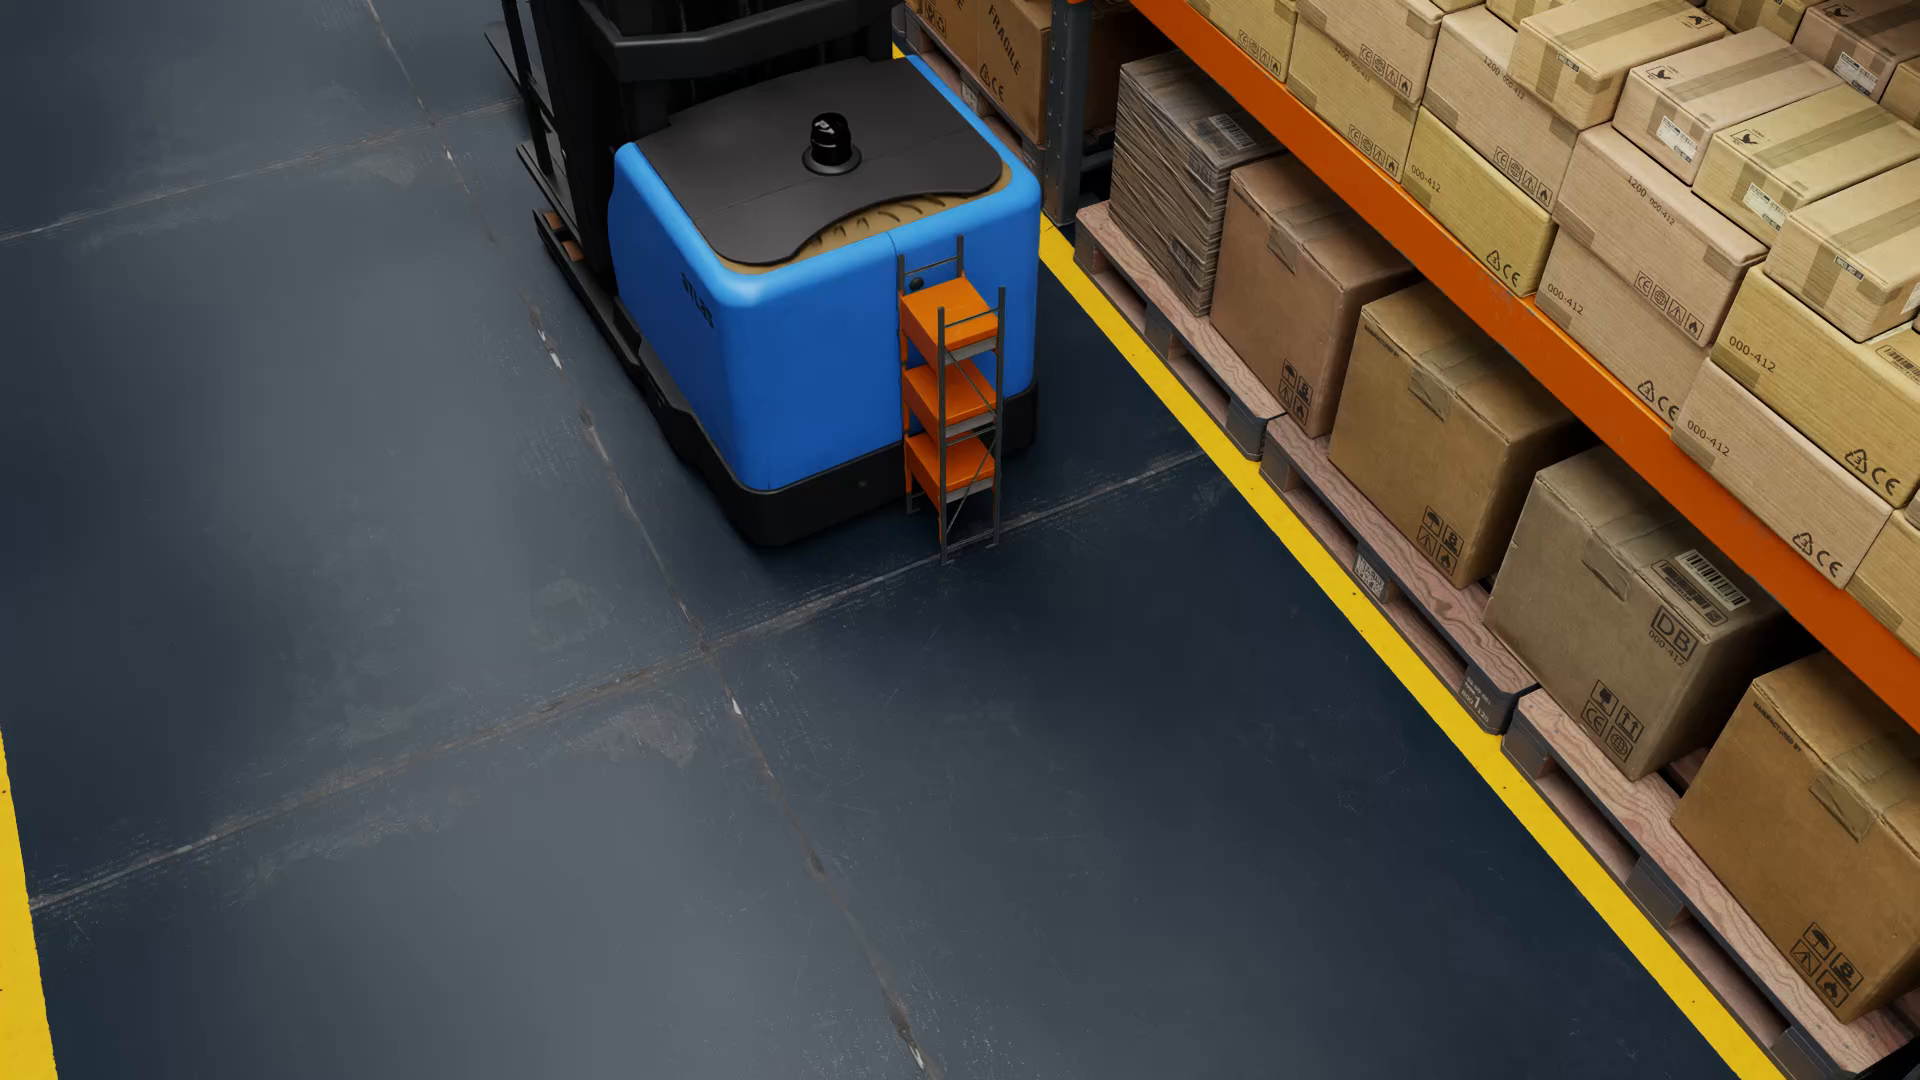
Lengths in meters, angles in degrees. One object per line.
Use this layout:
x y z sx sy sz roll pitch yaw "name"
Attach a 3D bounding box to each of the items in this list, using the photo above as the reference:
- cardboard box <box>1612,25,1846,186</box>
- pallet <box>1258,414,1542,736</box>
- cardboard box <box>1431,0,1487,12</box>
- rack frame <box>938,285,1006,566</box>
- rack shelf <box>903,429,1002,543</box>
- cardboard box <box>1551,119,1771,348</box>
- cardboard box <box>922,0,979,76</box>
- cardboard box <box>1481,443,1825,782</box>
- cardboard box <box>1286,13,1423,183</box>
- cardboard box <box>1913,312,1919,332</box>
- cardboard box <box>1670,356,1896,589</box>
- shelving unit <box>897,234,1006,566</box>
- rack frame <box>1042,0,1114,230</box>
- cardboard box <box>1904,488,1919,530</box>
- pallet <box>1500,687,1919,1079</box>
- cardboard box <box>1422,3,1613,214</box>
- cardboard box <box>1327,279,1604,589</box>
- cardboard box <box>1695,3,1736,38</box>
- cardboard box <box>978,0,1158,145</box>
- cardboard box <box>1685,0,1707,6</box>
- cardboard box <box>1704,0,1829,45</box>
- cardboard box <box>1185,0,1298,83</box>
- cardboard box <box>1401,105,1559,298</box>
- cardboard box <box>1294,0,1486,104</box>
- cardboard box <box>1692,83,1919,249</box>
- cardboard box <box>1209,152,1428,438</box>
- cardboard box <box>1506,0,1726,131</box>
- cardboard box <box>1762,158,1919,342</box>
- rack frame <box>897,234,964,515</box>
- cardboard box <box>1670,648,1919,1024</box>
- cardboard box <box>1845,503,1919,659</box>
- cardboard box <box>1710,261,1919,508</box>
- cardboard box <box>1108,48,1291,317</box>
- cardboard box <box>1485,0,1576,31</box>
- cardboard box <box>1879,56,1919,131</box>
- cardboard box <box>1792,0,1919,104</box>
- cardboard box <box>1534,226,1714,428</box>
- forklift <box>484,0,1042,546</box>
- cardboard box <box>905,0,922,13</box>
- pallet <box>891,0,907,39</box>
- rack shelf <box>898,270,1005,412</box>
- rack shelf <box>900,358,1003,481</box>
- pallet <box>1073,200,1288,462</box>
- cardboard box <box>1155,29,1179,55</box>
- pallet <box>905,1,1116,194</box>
1.651 -0.939 3.581 0.380 0.149 0.250 -21 52 -17 "cardboard box"
1.682 -0.075 5.175 1.003 0.211 1.213 -21 52 -18 "pallet"
1.269 -1.444 4.023 0.380 0.149 0.250 -20 52 -17 "cardboard box"
0.031 -0.300 4.815 0.200 1.050 0.008 -21 52 -18 "rack frame"
-0.024 -0.191 5.103 0.215 0.259 0.240 -21 52 -18 "rack shelf"
1.693 -0.737 3.669 0.500 0.250 0.500 -20 52 -17 "cardboard box"
0.181 -2.235 6.594 0.500 0.500 0.500 -22 52 -18 "cardboard box"
2.019 0.081 4.485 0.875 0.625 0.625 -22 52 -18 "cardboard box"
1.239 -1.261 4.460 0.500 0.250 0.500 -23 53 -19 "cardboard box"
2.063 -0.442 3.147 0.380 0.149 0.250 -21 52 -18 "cardboard box"
1.918 -0.228 3.556 0.500 0.250 0.500 -21 52 -18 "cardboard box"
-0.025 -0.381 4.886 0.215 1.050 0.252 -21 52 -18 "shelving unit"
0.786 -2.373 5.332 1.000 3.000 0.127 -21 52 -18 "rack frame"
2.164 -0.051 3.070 0.500 0.250 0.500 -22 52 -18 "cardboard box"
2.244 0.743 4.460 1.003 0.211 1.213 -21 52 -18 "pallet"
1.479 -1.081 3.971 0.500 0.250 0.500 -20 52 -17 "cardboard box"
1.673 -0.422 4.925 0.875 0.625 0.625 -23 53 -19 "cardboard box"
1.924 -1.266 4.132 0.500 0.250 0.500 -22 52 -18 "cardboard box"
0.401 -1.897 6.298 0.500 0.500 0.500 -20 52 -16 "cardboard box"
1.834 -1.450 4.028 0.380 0.149 0.250 -20 52 -17 "cardboard box"
1.990 -1.287 3.886 0.380 0.149 0.250 -21 52 -17 "cardboard box"
0.997 -1.604 4.759 0.500 0.250 0.500 -22 52 -18 "cardboard box"
1.475 -0.914 4.156 0.500 0.250 0.500 -20 52 -16 "cardboard box"
1.223 -1.415 4.262 0.500 0.250 0.500 -22 53 -18 "cardboard box"
1.760 -0.770 3.433 0.380 0.149 0.250 -22 52 -18 "cardboard box"
1.365 -0.872 5.319 0.875 0.625 0.625 -20 52 -16 "cardboard box"
1.461 -1.090 3.713 0.380 0.149 0.250 -22 53 -18 "cardboard box"
1.825 -0.573 3.261 0.380 0.149 0.250 -23 53 -19 "cardboard box"
-0.080 -0.463 4.958 0.200 1.050 0.008 -21 52 -18 "rack frame"
2.367 0.603 4.029 0.875 0.625 0.625 -19 52 -16 "cardboard box"
2.153 0.107 3.263 0.500 0.250 0.500 -20 52 -17 "cardboard box"
1.922 -0.393 3.368 0.500 0.250 0.500 -22 53 -18 "cardboard box"
1.059 -1.307 5.699 0.875 0.625 0.625 -20 52 -16 "cardboard box"
1.474 -1.303 3.900 0.380 0.149 0.250 -21 52 -18 "cardboard box"
2.230 -0.955 3.595 0.380 0.149 0.250 -21 52 -18 "cardboard box"
2.109 -1.122 3.742 0.380 0.149 0.250 -22 52 -18 "cardboard box"
1.718 -0.571 3.856 0.500 0.250 0.500 -21 52 -17 "cardboard box"
-0.911 -2.055 5.100 1.130 2.935 3.031 -23 53 -19 "forklift"
-0.061 -2.585 6.900 0.500 0.500 0.500 -19 52 -16 "cardboard box"
-0.077 -2.783 7.544 1.003 0.211 1.213 -21 52 -18 "pallet"
-0.025 -0.561 4.680 0.215 0.259 0.240 -21 52 -18 "rack shelf"
-0.025 -0.374 4.894 0.215 0.259 0.240 -21 52 -18 "rack shelf"
1.128 -0.890 5.888 1.003 0.211 1.213 -21 52 -18 "pallet"
0.842 -2.066 6.446 0.500 0.500 0.500 -19 52 -16 "cardboard box"
0.478 -1.967 6.830 1.003 0.211 1.213 -21 52 -18 "pallet"
